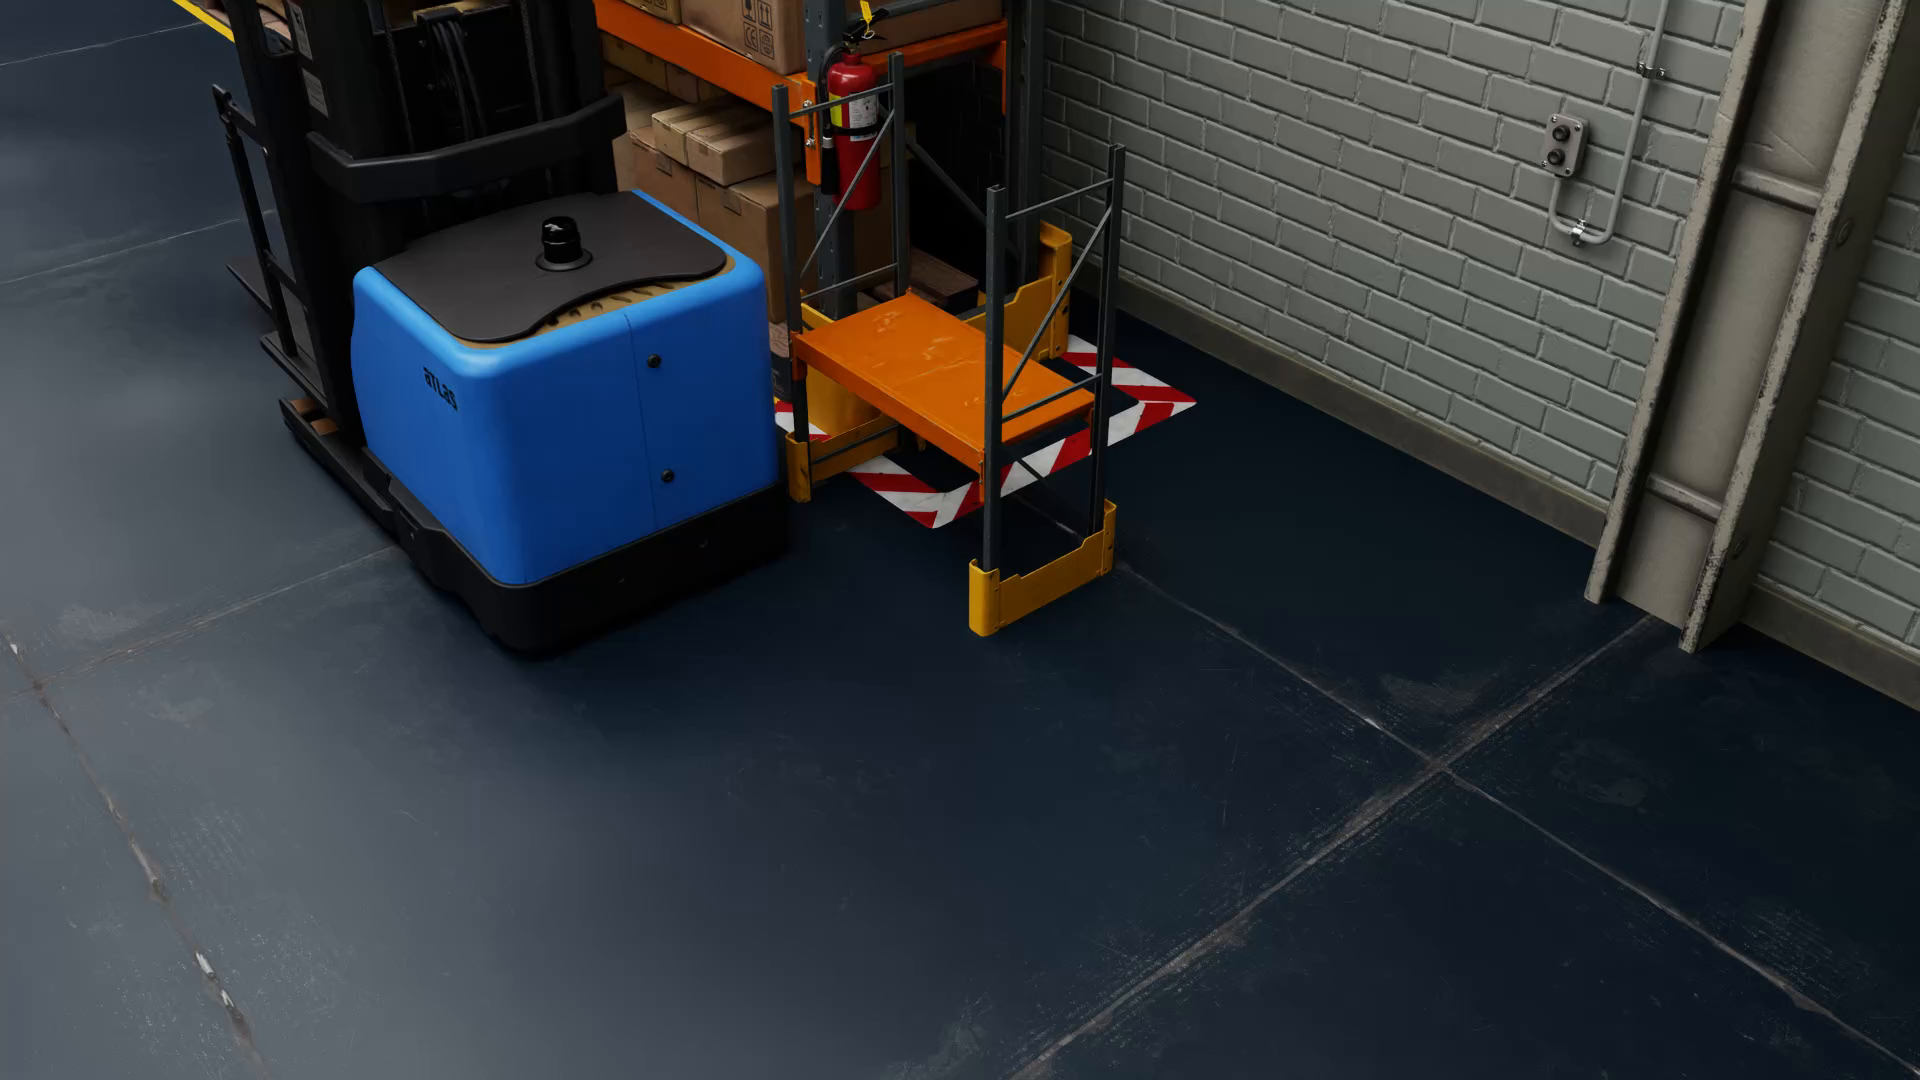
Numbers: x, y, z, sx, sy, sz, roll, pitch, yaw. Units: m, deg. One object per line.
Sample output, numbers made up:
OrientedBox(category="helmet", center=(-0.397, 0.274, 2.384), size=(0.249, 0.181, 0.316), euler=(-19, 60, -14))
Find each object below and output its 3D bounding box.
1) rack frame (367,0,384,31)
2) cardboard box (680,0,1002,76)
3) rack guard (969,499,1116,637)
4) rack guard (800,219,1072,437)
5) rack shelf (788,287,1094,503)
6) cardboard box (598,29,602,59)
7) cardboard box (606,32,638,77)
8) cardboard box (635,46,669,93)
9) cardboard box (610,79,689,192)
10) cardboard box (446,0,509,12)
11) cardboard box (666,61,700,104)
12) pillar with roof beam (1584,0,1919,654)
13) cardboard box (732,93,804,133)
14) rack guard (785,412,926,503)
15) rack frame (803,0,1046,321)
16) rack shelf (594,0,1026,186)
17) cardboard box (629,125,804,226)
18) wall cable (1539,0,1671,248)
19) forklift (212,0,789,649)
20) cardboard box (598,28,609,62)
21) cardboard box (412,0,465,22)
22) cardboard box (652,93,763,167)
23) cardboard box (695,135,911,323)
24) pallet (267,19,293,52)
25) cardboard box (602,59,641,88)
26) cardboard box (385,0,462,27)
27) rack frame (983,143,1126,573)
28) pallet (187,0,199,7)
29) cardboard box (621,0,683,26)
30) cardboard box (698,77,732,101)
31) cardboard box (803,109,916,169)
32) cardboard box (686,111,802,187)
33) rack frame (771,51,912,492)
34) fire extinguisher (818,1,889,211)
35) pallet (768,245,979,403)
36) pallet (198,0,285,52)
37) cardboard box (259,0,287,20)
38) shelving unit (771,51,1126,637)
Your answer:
OrientedBox(category="rack frame", center=(-2.684, -3.643, 8.298), size=(1.000, 3.000, 0.127), euler=(-26, 43, -32))
OrientedBox(category="cardboard box", center=(-0.439, -2.220, 6.030), size=(0.980, 0.700, 0.700), euler=(-24, 42, -30))
OrientedBox(category="rack guard", center=(0.272, 0.084, 5.415), size=(0.587, 0.250, 0.087), euler=(-26, 43, -32))
OrientedBox(category="rack guard", center=(-0.087, -0.846, 6.512), size=(1.175, 0.500, 0.348), euler=(-26, 43, -32))
OrientedBox(category="rack shelf", center=(-0.055, -0.503, 5.474), size=(0.538, 0.185, 1.000), euler=(-26, 43, -32))
OrientedBox(category="cardboard box", center=(-1.861, -2.241, 7.557), size=(0.380, 0.149, 0.250), euler=(-27, 44, -33))
OrientedBox(category="cardboard box", center=(-1.380, -2.255, 7.577), size=(0.380, 0.149, 0.250), euler=(-27, 43, -33))
OrientedBox(category="cardboard box", center=(-1.217, -2.143, 7.419), size=(0.380, 0.149, 0.250), euler=(-26, 43, -31))
OrientedBox(category="cardboard box", center=(-1.279, -1.742, 7.414), size=(0.700, 0.500, 0.500), euler=(-28, 44, -33))
OrientedBox(category="cardboard box", center=(-2.198, -2.471, 7.882), size=(0.380, 0.149, 0.250), euler=(-24, 42, -30))
OrientedBox(category="cardboard box", center=(-1.051, -2.030, 7.259), size=(0.380, 0.149, 0.250), euler=(-25, 42, -31))
OrientedBox(category="pillar with roof beam", center=(-0.988, -1.850, 0.576), size=(9.100, 9.000, 0.400), euler=(-26, 43, -32))
OrientedBox(category="cardboard box", center=(-0.725, -1.807, 6.944), size=(0.380, 0.149, 0.250), euler=(-26, 43, -32))
OrientedBox(category="rack guard", center=(-0.371, -0.356, 6.036), size=(0.587, 0.250, 0.087), euler=(-26, 43, -32))
OrientedBox(category="rack frame", center=(-0.102, -1.877, 5.804), size=(1.000, 3.000, 0.127), euler=(-26, 43, -32))
OrientedBox(category="rack shelf", center=(-1.393, -2.466, 7.259), size=(1.077, 0.370, 4.000), euler=(-26, 43, -32))
OrientedBox(category="cardboard box", center=(-0.954, -1.521, 7.101), size=(0.700, 0.500, 0.500), euler=(-26, 43, -32))
OrientedBox(category="wall cable", center=(1.446, -2.079, 5.211), size=(0.084, 1.984, 1.851), euler=(-26, 43, -32))
OrientedBox(category="forklift", center=(-1.899, -1.644, 5.536), size=(1.130, 2.935, 3.031), euler=(-25, 42, -31))
OrientedBox(category="cardboard box", center=(-1.547, -2.368, 7.737), size=(0.380, 0.149, 0.250), euler=(-26, 43, -31))
OrientedBox(category="cardboard box", center=(-2.279, -2.426, 8.379), size=(0.700, 0.500, 0.500), euler=(-25, 43, -31))
OrientedBox(category="cardboard box", center=(-1.018, -1.666, 6.745), size=(0.380, 0.149, 0.250), euler=(-25, 42, -31))
OrientedBox(category="cardboard box", center=(-0.631, -1.300, 6.789), size=(0.700, 0.500, 0.500), euler=(-26, 43, -32))
OrientedBox(category="pallet", center=(-3.239, -2.817, 9.545), size=(1.003, 0.211, 1.213), euler=(-26, 43, -32))
OrientedBox(category="cardboard box", center=(-1.628, -1.975, 7.743), size=(0.700, 0.500, 0.500), euler=(-25, 42, -31))
OrientedBox(category="cardboard box", center=(-3.203, -3.175, 9.135), size=(0.750, 0.750, 0.750), euler=(-25, 43, -31))
OrientedBox(category="rack frame", center=(0.273, -0.425, 5.053), size=(0.500, 1.500, 0.032), euler=(-26, 43, -32))
OrientedBox(category="pallet", center=(-4.814, -3.895, 11.066), size=(1.003, 0.211, 1.213), euler=(-26, 43, -32))
OrientedBox(category="cardboard box", center=(-0.917, -2.538, 6.478), size=(0.980, 0.700, 0.700), euler=(-26, 43, -32))
OrientedBox(category="cardboard box", center=(-0.886, -1.918, 7.101), size=(0.380, 0.149, 0.250), euler=(-26, 43, -31))
OrientedBox(category="cardboard box", center=(-0.397, -1.584, 6.629), size=(0.380, 0.149, 0.250), euler=(-26, 43, -31))
OrientedBox(category="cardboard box", center=(-0.853, -1.553, 6.586), size=(0.380, 0.149, 0.250), euler=(-27, 43, -32))
OrientedBox(category="rack frame", center=(-0.383, -0.874, 5.687), size=(0.500, 1.500, 0.032), euler=(-26, 43, -32))
OrientedBox(category="fire extinguisher", center=(-0.358, -1.454, 5.598), size=(0.296, 0.674, 0.183), euler=(-26, 43, -32))
OrientedBox(category="pallet", center=(-0.678, -1.062, 7.068), size=(1.003, 0.211, 1.213), euler=(-26, 43, -32))
OrientedBox(category="pallet", center=(-4.031, -3.356, 10.306), size=(1.003, 0.211, 1.213), euler=(-26, 43, -32))
OrientedBox(category="cardboard box", center=(-3.778, -3.567, 9.687), size=(0.750, 0.750, 0.750), euler=(-25, 42, -30))
OrientedBox(category="shelving unit", center=(-0.049, -0.646, 5.364), size=(0.587, 1.500, 1.083), euler=(-26, 43, -32))
